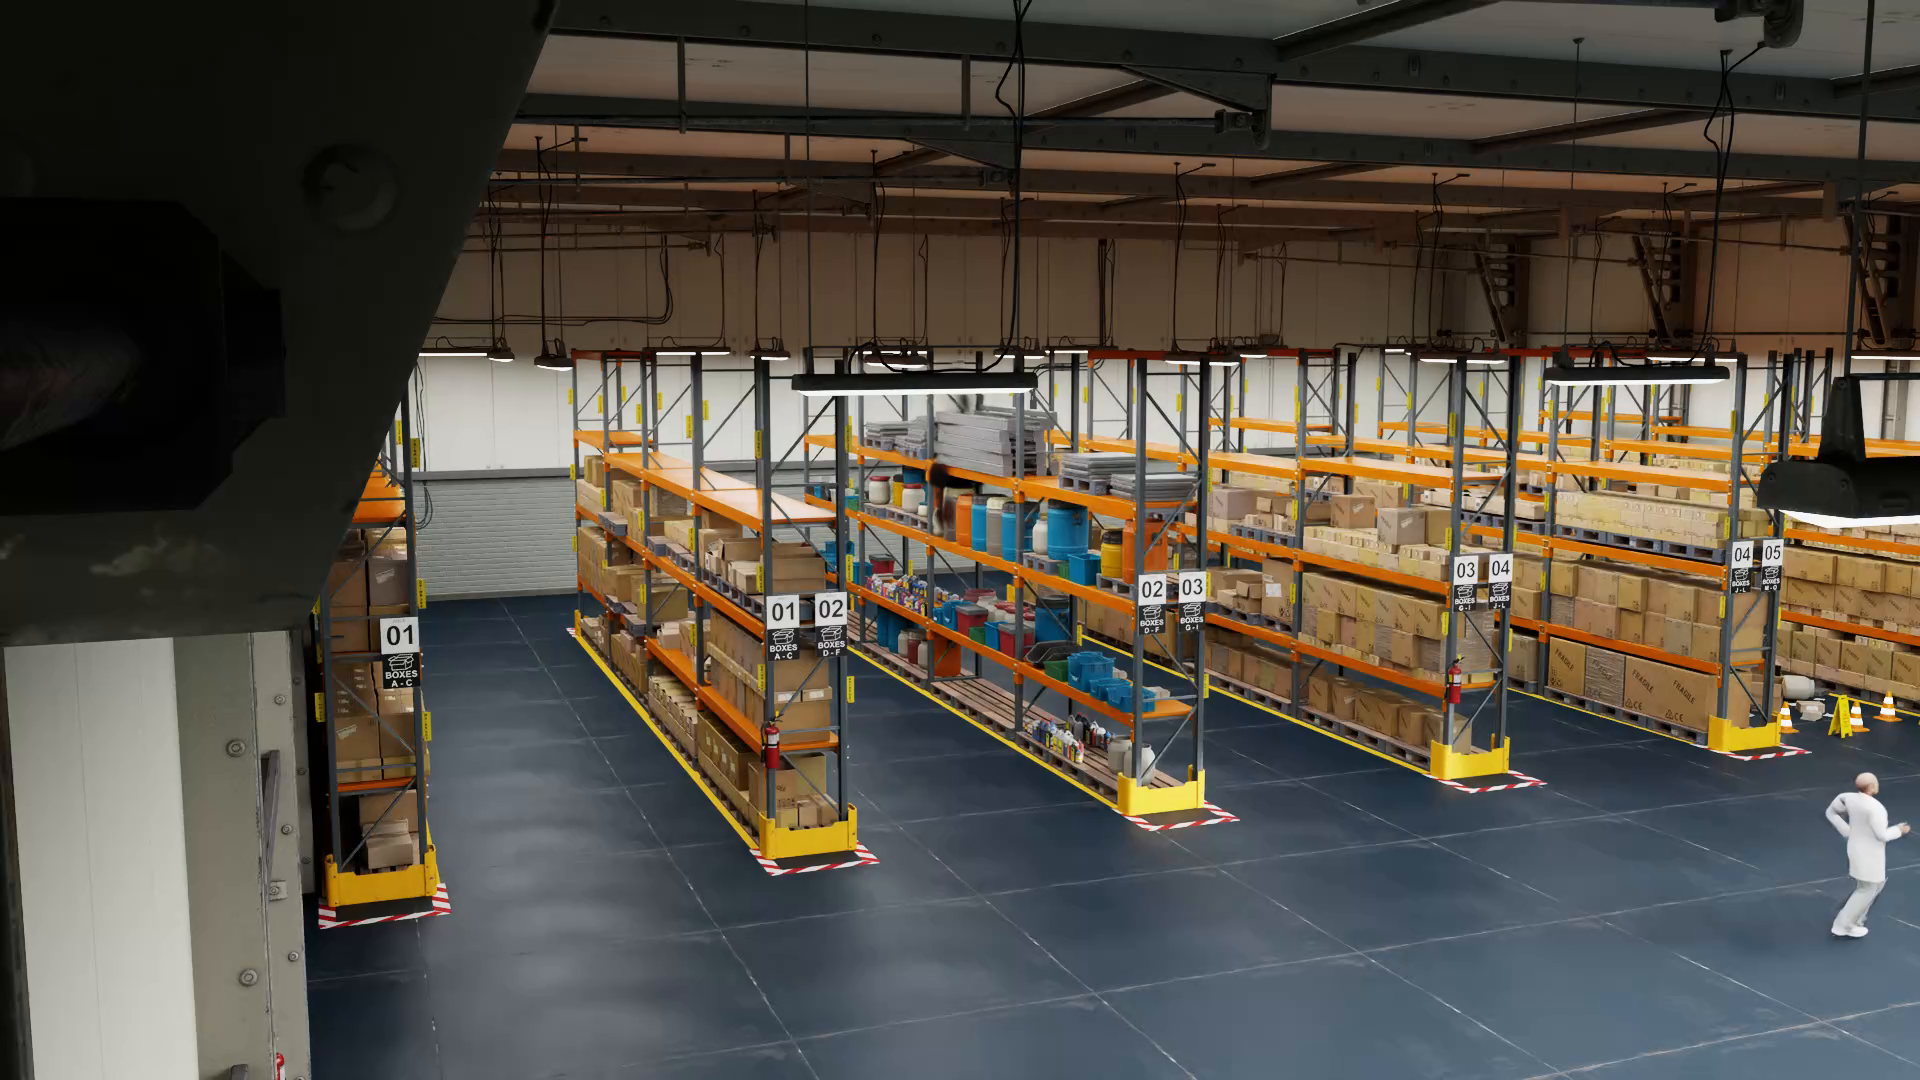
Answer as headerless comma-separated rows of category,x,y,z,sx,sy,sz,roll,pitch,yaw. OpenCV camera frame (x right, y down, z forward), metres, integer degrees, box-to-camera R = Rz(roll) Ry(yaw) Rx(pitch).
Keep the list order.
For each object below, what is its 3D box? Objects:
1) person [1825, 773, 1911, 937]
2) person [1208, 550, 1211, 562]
person,9.509,3.411,17.415,0.724,1.590,0.688,0,7,-2
person,6.182,0.430,41.578,0.583,1.534,0.558,-1,7,-9
